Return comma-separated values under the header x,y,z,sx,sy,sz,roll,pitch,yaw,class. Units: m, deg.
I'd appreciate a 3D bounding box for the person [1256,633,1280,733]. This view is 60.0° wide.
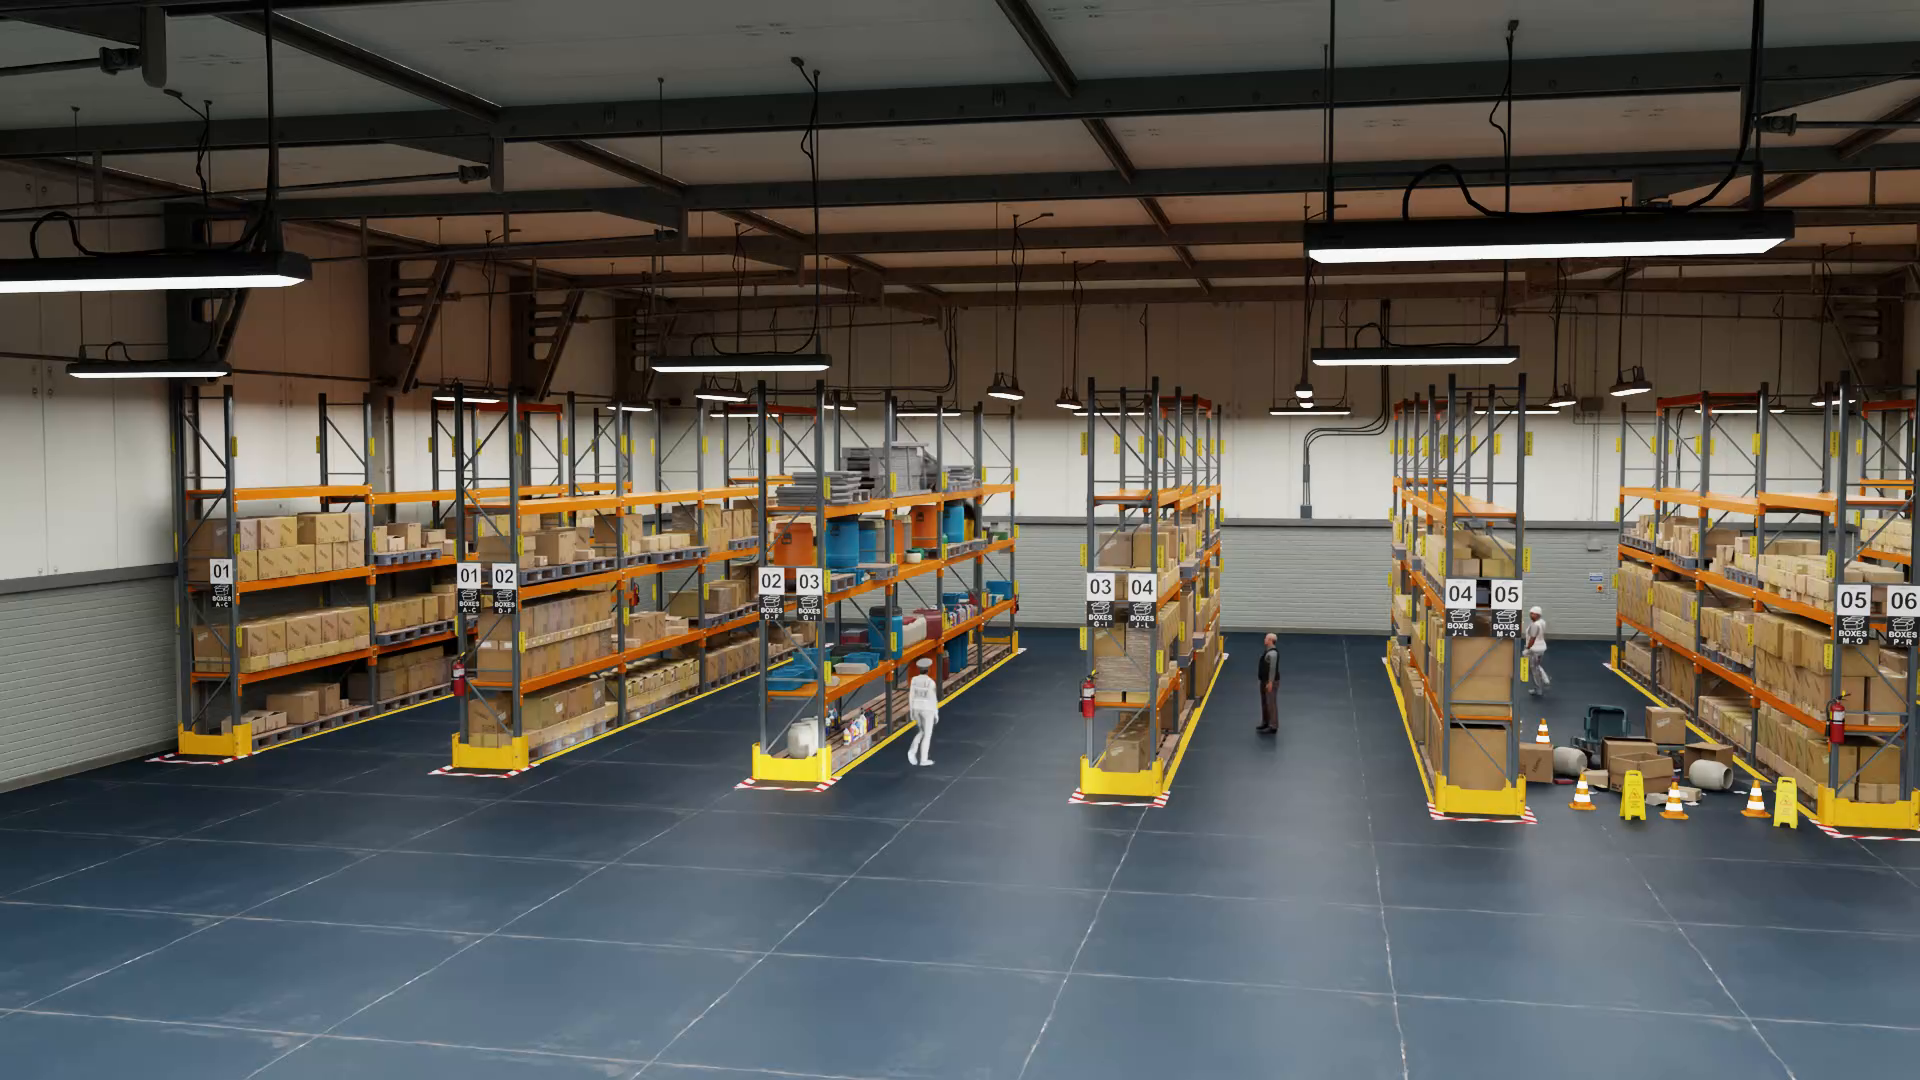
x,y,z,sx,sy,sz,roll,pitch,yaw,class
5.423,2.499,29.192,0.392,1.727,0.573,0,3,-7,person

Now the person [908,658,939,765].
x,y,z,sx,sy,sz,roll,pitch,yaw,class
-0.572,2.691,25.997,0.488,1.682,0.436,3,4,42,person

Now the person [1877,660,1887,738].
x,y,z,sx,sy,sz,roll,pitch,yaw,class
15.126,2.692,27.490,0.640,1.668,0.806,1,3,11,person

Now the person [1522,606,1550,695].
x,y,z,sx,sy,sz,roll,pitch,yaw,class
11.598,2.225,33.509,0.585,1.782,0.484,-2,4,-29,person
